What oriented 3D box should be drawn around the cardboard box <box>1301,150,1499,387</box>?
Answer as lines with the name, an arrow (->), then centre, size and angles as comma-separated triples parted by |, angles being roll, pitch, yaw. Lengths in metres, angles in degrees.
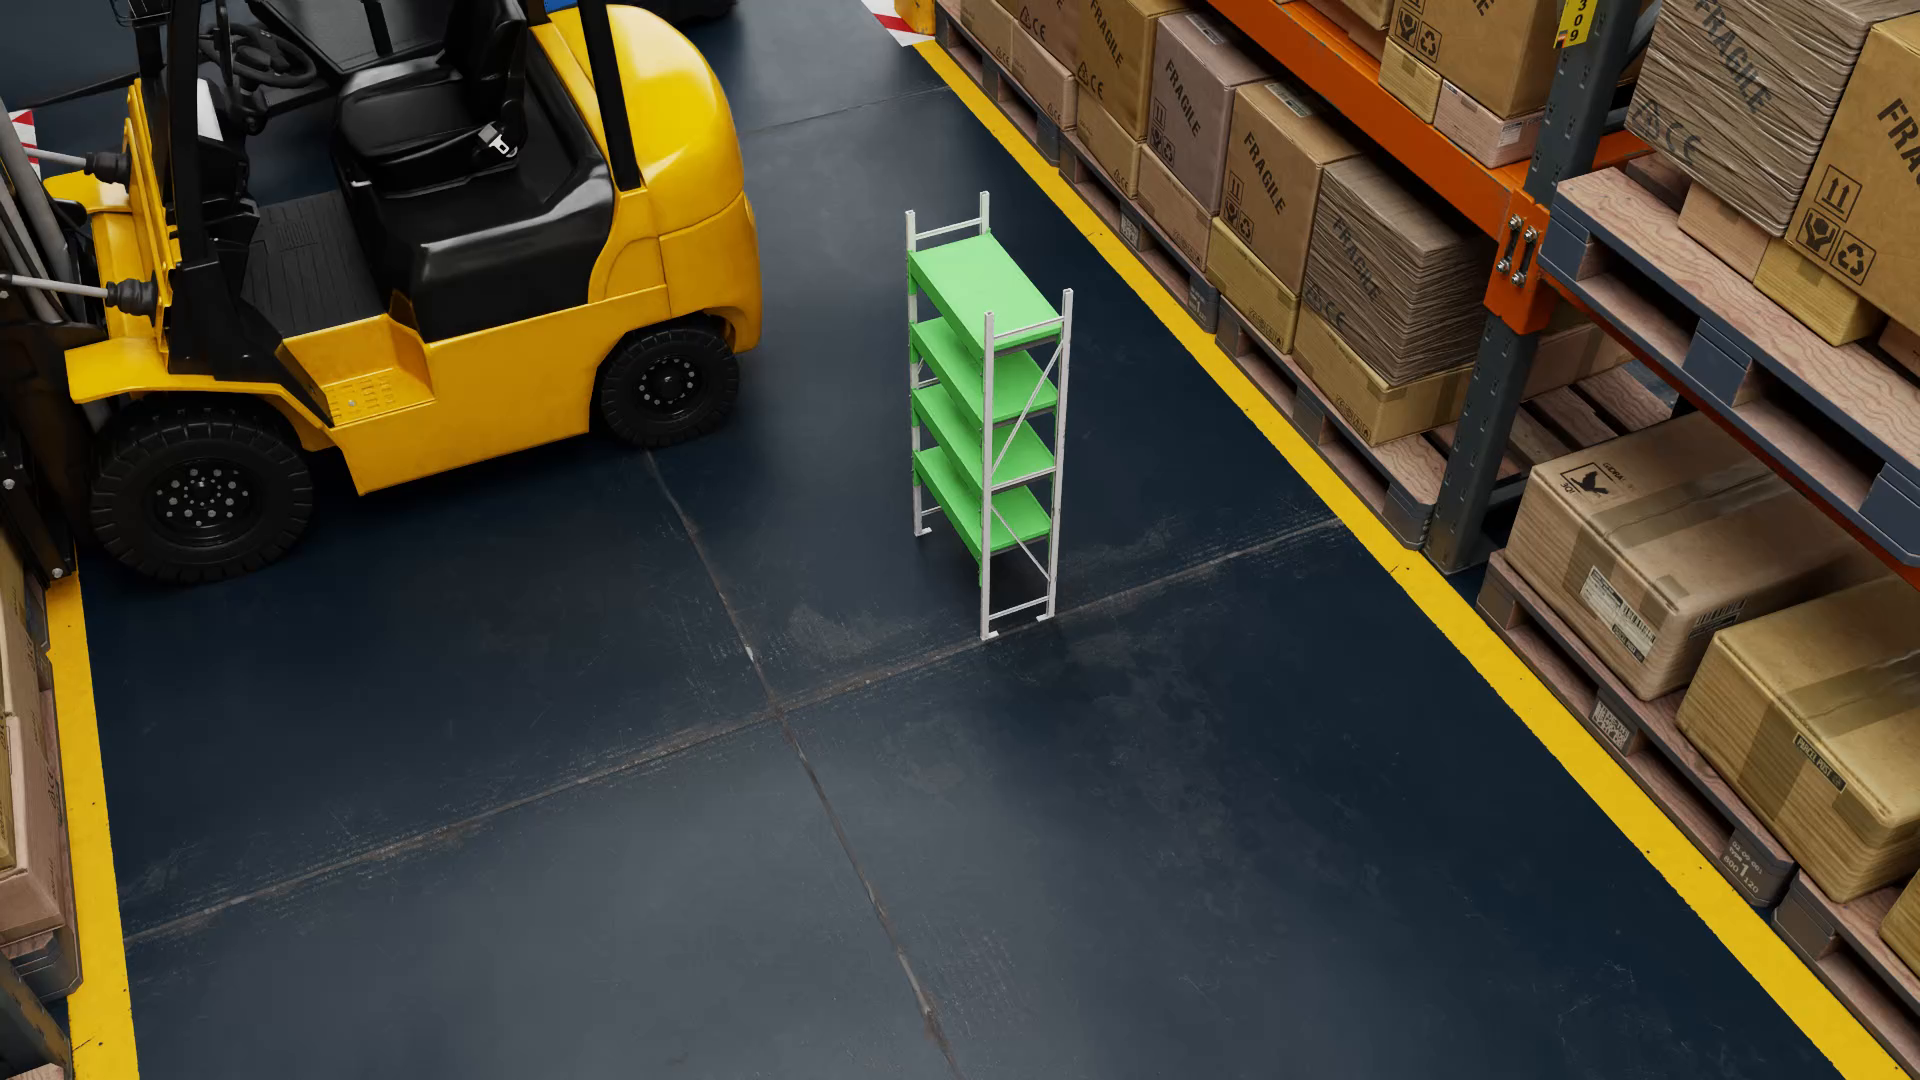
cardboard box -> 1.433, -0.872, 5.123 | 0.500, 0.500, 0.500 | -19, 48, -18

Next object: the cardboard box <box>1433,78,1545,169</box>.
cardboard box -> 1.513, -1.162, 4.471 | 0.380, 0.149, 0.250 | -18, 48, -18

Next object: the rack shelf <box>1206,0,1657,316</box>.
rack shelf -> 1.084, -2.155, 5.810 | 1.077, 0.370, 4.000 | -18, 47, -17

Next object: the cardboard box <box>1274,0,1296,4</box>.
cardboard box -> 1.083, -1.808, 5.126 | 0.380, 0.149, 0.250 | -19, 48, -18

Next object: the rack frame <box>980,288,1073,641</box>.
rack frame -> 0.172, -0.166, 4.564 | 0.240, 1.200, 0.015 | -18, 47, -17

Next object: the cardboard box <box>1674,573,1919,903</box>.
cardboard box -> 2.453, 0.440, 4.240 | 0.950, 0.372, 0.625 | -15, 47, -15

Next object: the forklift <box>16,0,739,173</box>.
forklift -> -2.435, -3.144, 6.349 | 3.031, 2.935, 1.130 | -30, 52, -27

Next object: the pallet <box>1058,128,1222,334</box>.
pallet -> 1.093, -1.340, 6.458 | 1.003, 0.211, 1.213 | -18, 47, -17

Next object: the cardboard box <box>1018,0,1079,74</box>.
cardboard box -> 0.565, -2.181, 6.449 | 0.500, 0.500, 0.500 | -20, 48, -19

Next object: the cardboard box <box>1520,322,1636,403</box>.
cardboard box -> 1.922, -0.763, 5.546 | 0.500, 0.250, 0.500 | -20, 48, -19

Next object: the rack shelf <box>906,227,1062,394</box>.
rack shelf -> 0.070, -0.618, 4.429 | 0.258, 0.148, 0.480 | -18, 47, -17

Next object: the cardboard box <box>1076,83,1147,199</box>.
cardboard box -> 0.780, -1.589, 6.383 | 0.500, 0.250, 0.500 | -15, 47, -15

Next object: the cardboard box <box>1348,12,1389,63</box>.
cardboard box -> 1.363, -1.508, 4.822 | 0.380, 0.149, 0.250 | -18, 47, -17

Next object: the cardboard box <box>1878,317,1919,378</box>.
cardboard box -> 2.156, -0.431, 3.431 | 0.380, 0.149, 0.250 | -15, 47, -15

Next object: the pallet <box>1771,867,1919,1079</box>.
pallet -> 2.770, 1.130, 3.954 | 1.003, 0.211, 1.213 | -18, 47, -17

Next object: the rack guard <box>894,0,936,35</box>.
rack guard -> 0.275, -2.747, 7.678 | 1.175, 0.500, 0.348 | -18, 47, -17

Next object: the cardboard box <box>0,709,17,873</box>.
cardboard box -> -2.501, 0.584, 3.826 | 0.500, 0.250, 0.500 | -18, 47, -18

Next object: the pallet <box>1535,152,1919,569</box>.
pallet -> 2.114, -0.538, 3.796 | 1.003, 0.211, 1.213 | -18, 47, -17

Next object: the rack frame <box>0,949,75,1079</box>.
rack frame -> -2.577, 0.332, 2.778 | 1.000, 3.000, 0.127 | -18, 47, -17

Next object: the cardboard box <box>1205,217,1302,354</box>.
cardboard box -> 1.199, -0.941, 5.727 | 0.500, 0.250, 0.500 | -19, 48, -18

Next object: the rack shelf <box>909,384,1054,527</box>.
rack shelf -> 0.070, -0.276, 4.767 | 0.258, 0.148, 0.480 | -18, 47, -17

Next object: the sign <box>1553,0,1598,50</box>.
sign -> 1.436, -1.279, 3.795 | 0.100, 0.325, 0.005 | -18, 47, -17

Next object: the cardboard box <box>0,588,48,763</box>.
cardboard box -> -2.708, 0.436, 4.331 | 0.500, 0.250, 0.500 | -19, 48, -18

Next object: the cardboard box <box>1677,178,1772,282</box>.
cardboard box -> 1.871, -0.751, 3.755 | 0.380, 0.149, 0.250 | -17, 47, -17

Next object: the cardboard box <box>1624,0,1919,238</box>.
cardboard box -> 1.862, -1.044, 3.590 | 0.500, 0.500, 0.500 | -17, 47, -16

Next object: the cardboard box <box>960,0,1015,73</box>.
cardboard box -> 0.331, -2.261, 7.064 | 0.500, 0.250, 0.500 | -18, 48, -18

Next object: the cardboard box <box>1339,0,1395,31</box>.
cardboard box -> 1.290, -1.814, 4.669 | 0.500, 0.500, 0.500 | -17, 47, -16

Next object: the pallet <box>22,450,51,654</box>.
pallet -> -3.391, 0.027, 5.073 | 1.003, 0.211, 1.213 | -18, 47, -17

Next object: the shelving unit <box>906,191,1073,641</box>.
shelving unit -> 0.070, -0.322, 4.722 | 0.258, 1.200, 0.503 | -18, 47, -17

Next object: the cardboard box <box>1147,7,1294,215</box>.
cardboard box -> 1.001, -1.520, 5.780 | 0.500, 0.500, 0.500 | -16, 47, -15
